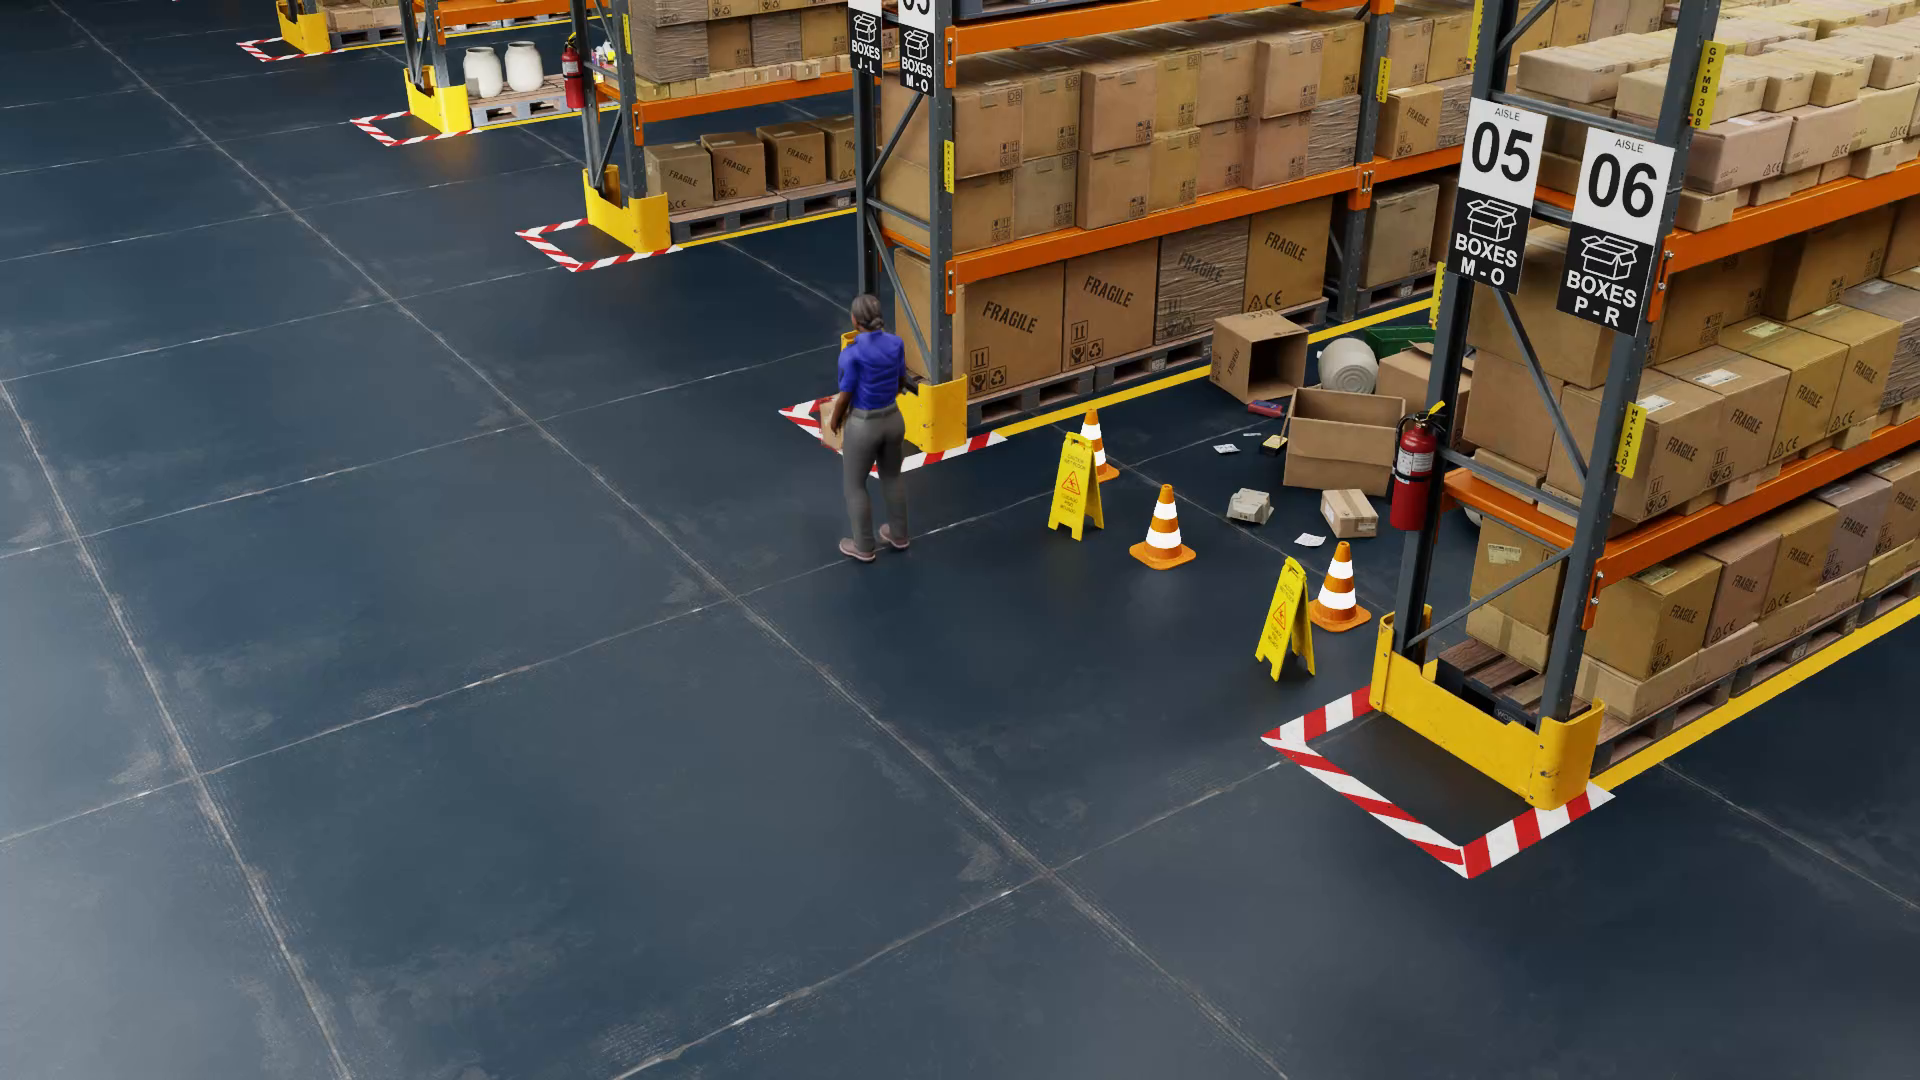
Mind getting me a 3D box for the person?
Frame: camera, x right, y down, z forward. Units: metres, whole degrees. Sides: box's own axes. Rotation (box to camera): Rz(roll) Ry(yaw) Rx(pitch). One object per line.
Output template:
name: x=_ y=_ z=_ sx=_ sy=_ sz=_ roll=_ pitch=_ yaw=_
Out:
person: x=-0.539 y=-0.672 z=9.861 sx=0.481 sy=1.648 sz=0.391 roll=-20 pitch=34 yaw=-31
